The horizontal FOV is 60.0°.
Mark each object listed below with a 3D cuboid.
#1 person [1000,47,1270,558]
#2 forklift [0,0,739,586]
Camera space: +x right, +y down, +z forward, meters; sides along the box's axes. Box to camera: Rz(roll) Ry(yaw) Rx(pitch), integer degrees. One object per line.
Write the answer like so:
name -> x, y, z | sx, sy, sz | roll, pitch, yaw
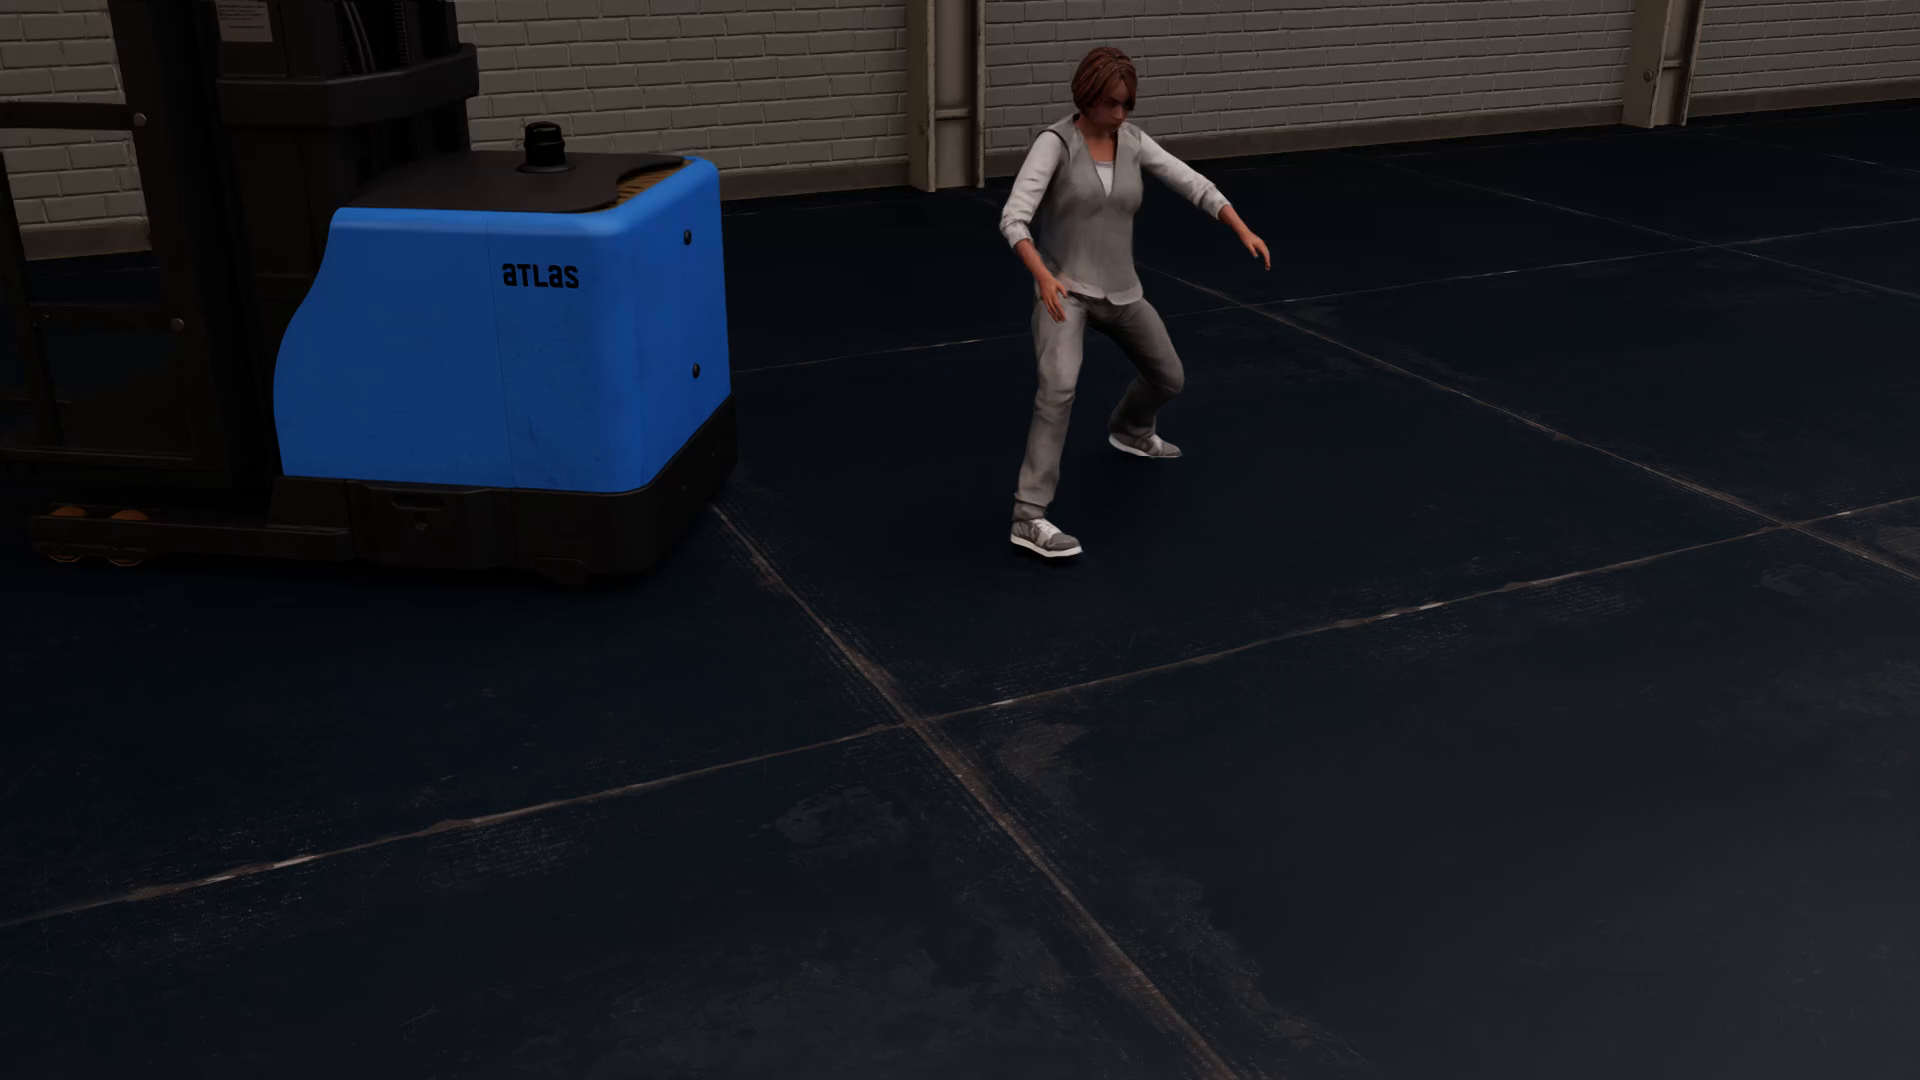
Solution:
person -> 0.482, -0.768, 5.139 | 0.927, 1.451, 0.872 | -10, 25, -23
forklift -> -2.299, -1.469, 4.823 | 3.031, 2.935, 1.130 | 3, 23, 8
